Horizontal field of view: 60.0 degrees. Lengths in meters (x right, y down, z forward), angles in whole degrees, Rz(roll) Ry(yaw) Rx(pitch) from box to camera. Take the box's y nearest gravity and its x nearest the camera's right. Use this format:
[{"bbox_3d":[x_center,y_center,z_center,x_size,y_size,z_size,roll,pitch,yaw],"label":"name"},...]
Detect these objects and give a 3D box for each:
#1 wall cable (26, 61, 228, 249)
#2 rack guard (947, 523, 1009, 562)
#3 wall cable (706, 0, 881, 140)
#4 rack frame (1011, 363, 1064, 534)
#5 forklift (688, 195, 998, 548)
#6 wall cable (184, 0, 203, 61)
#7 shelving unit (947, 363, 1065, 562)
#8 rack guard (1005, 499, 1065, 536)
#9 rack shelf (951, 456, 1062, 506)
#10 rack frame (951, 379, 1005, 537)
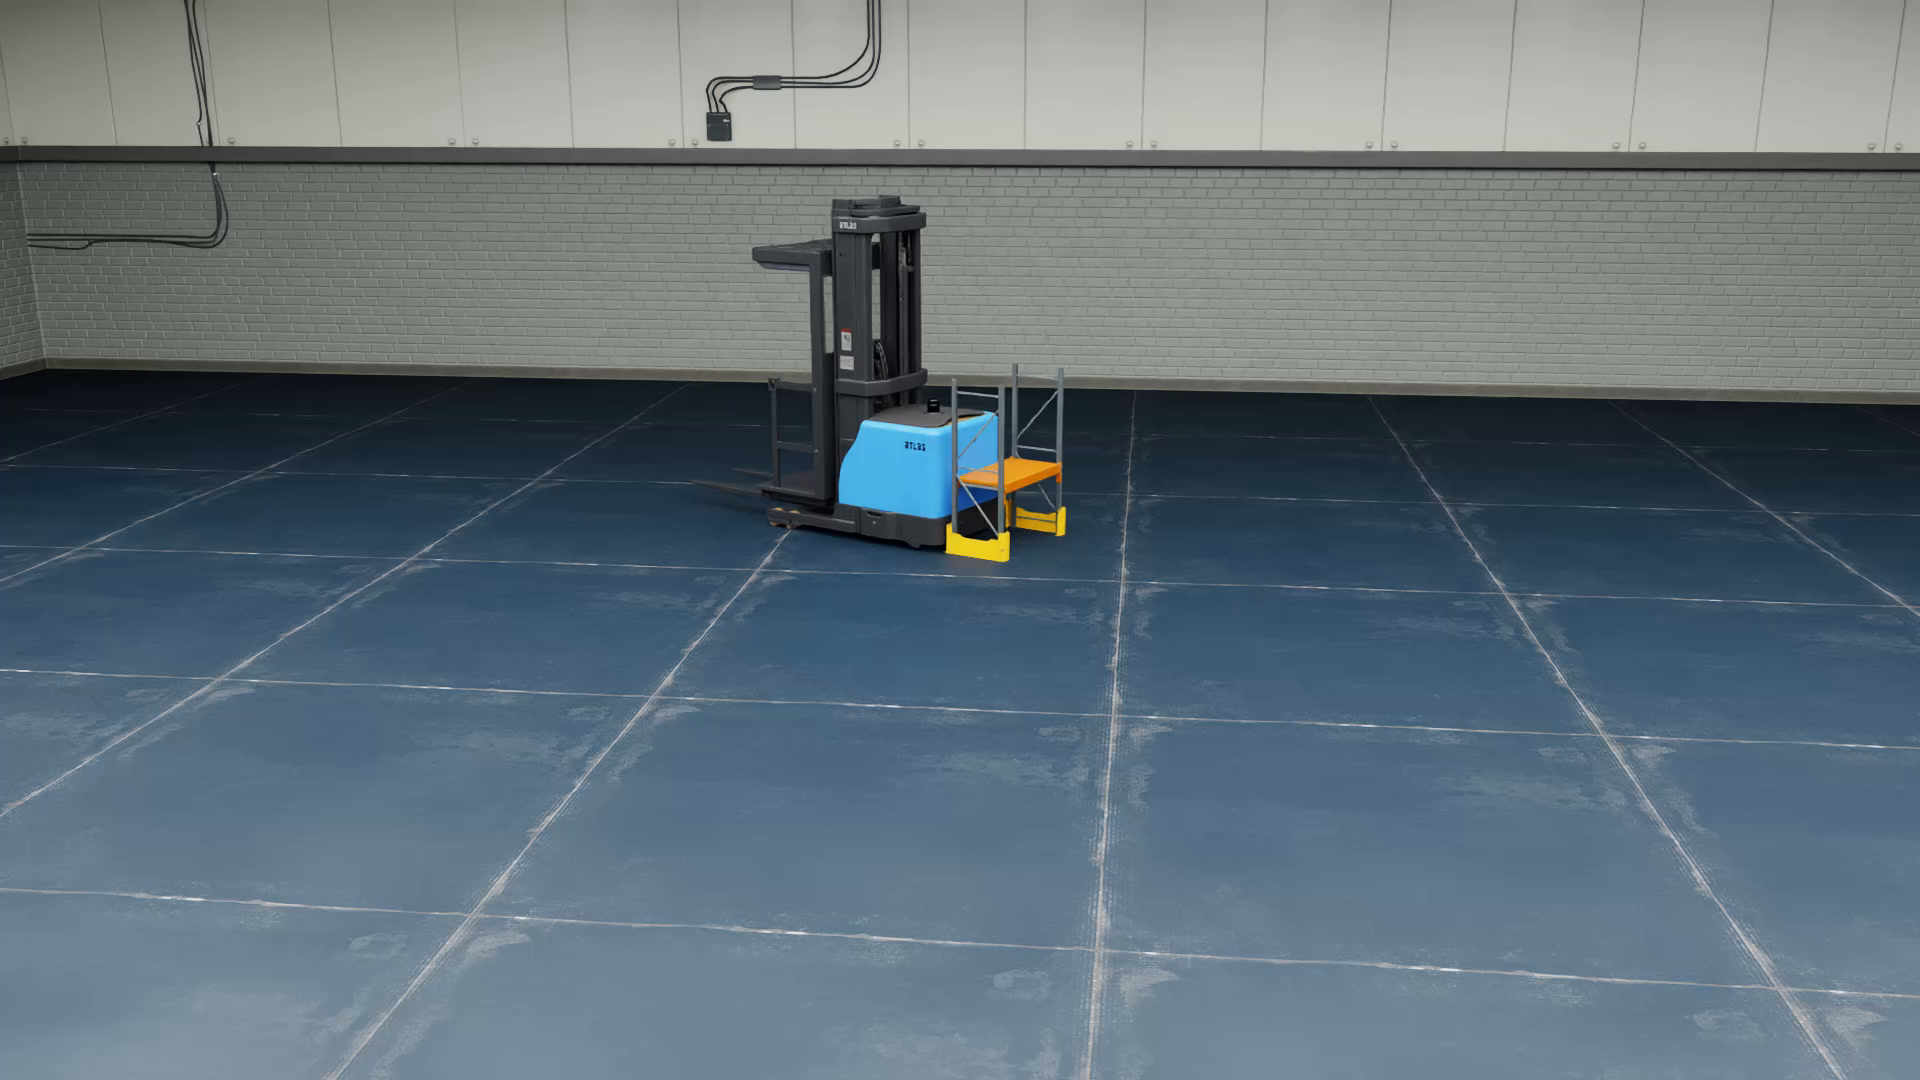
[{"bbox_3d":[-11.587,-5.242,22.757,3.097,2.526,0.112,2,15,6],"label":"wall cable"},{"bbox_3d":[0.149,0.021,14.106,0.587,0.250,0.087,9,18,30],"label":"rack guard"},{"bbox_3d":[-2.156,-8.099,20.859,2.305,6.003,0.169,2,15,6],"label":"wall cable"},{"bbox_3d":[0.682,-0.808,14.777,0.500,1.500,0.032,9,18,30],"label":"rack frame"},{"bbox_3d":[-1.160,-1.618,15.032,3.031,2.935,1.130,10,18,33],"label":"forklift"},{"bbox_3d":[-8.899,-7.600,21.803,3.097,2.526,0.112,2,15,6],"label":"wall cable"},{"bbox_3d":[0.410,-0.693,14.352,0.587,1.500,1.083,9,18,30],"label":"shelving unit"},{"bbox_3d":[0.672,-0.200,14.924,0.587,0.250,0.087,9,18,30],"label":"rack guard"},{"bbox_3d":[0.415,-0.521,14.406,0.538,0.185,1.000,9,18,30],"label":"rack shelf"},{"bbox_3d":[0.148,-0.582,13.941,0.500,1.500,0.032,9,18,30],"label":"rack frame"}]
